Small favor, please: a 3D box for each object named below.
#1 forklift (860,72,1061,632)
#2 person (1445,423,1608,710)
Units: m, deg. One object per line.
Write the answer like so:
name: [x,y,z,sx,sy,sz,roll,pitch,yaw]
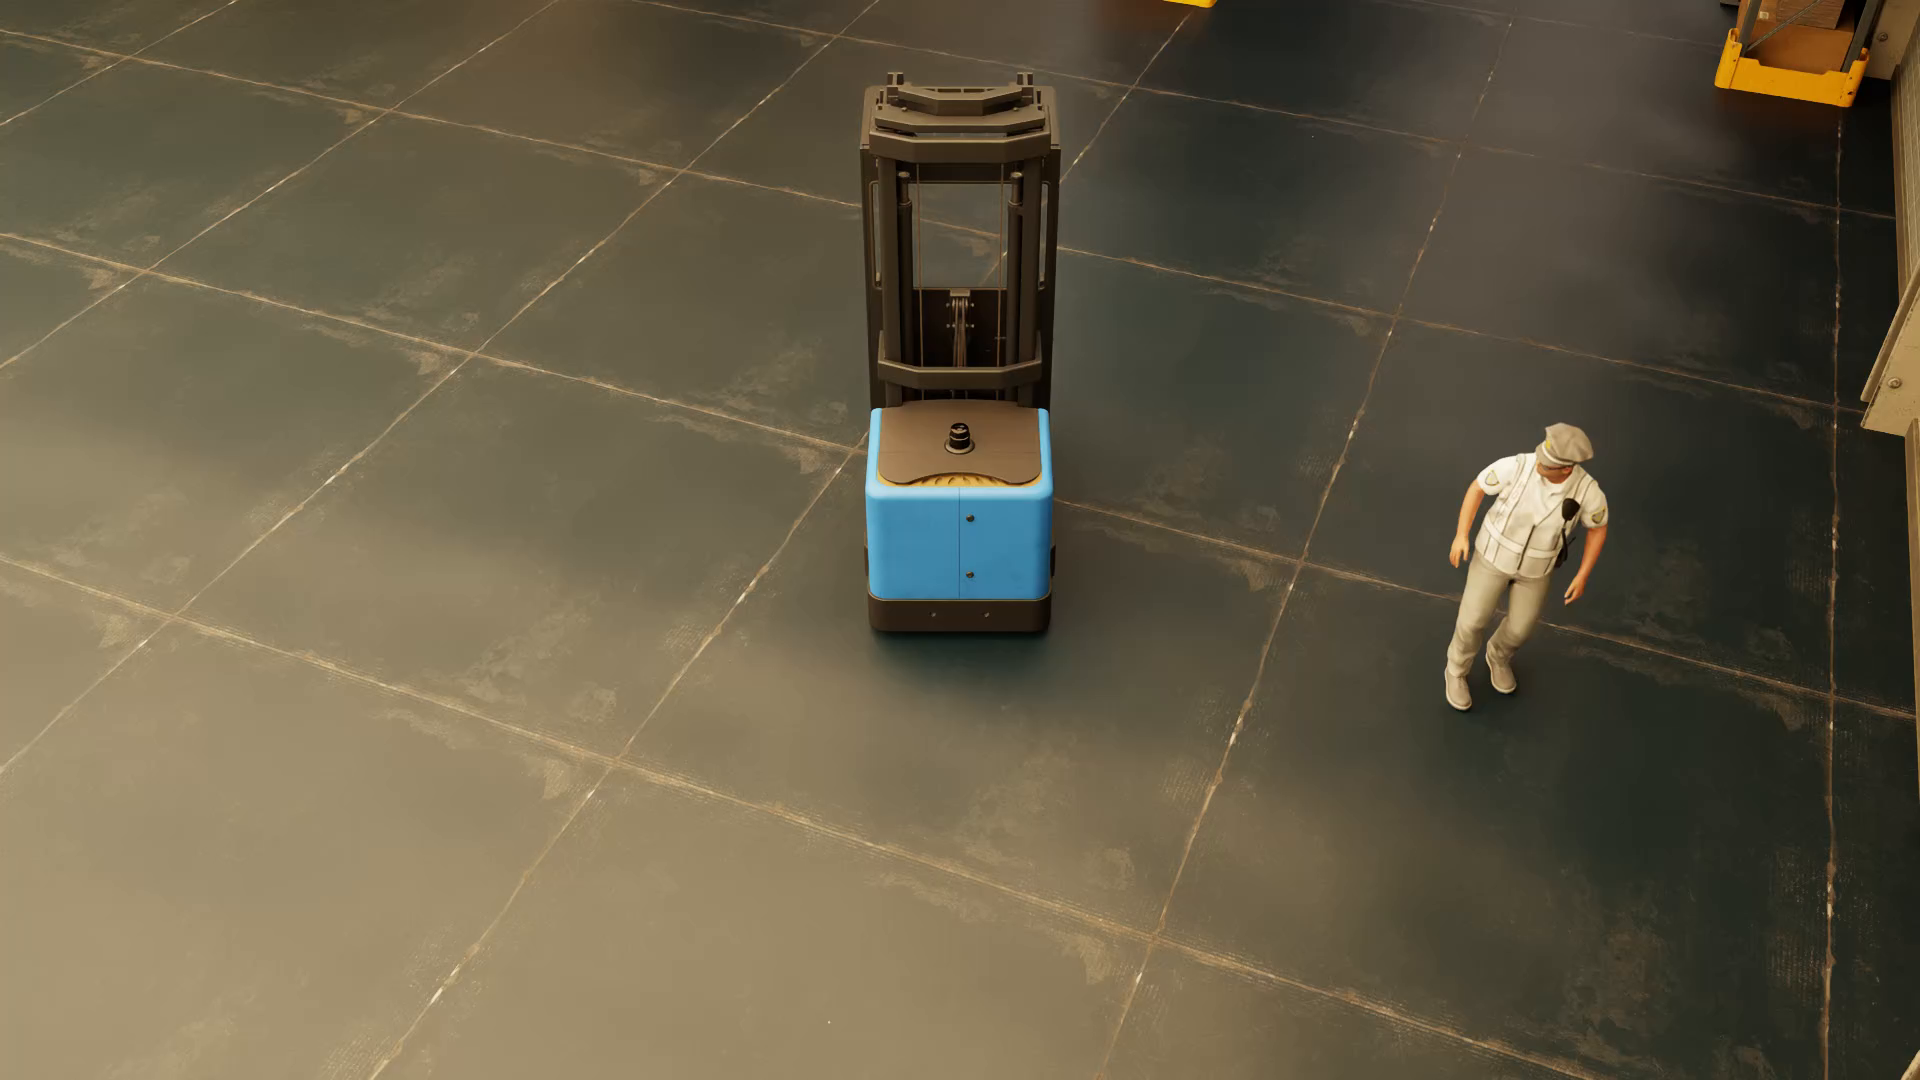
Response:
forklift: [0.002,-1.515,9.816,1.130,2.935,3.031,0,40,0]
person: [2.968,0.144,8.766,0.749,1.737,0.524,8,41,9]
